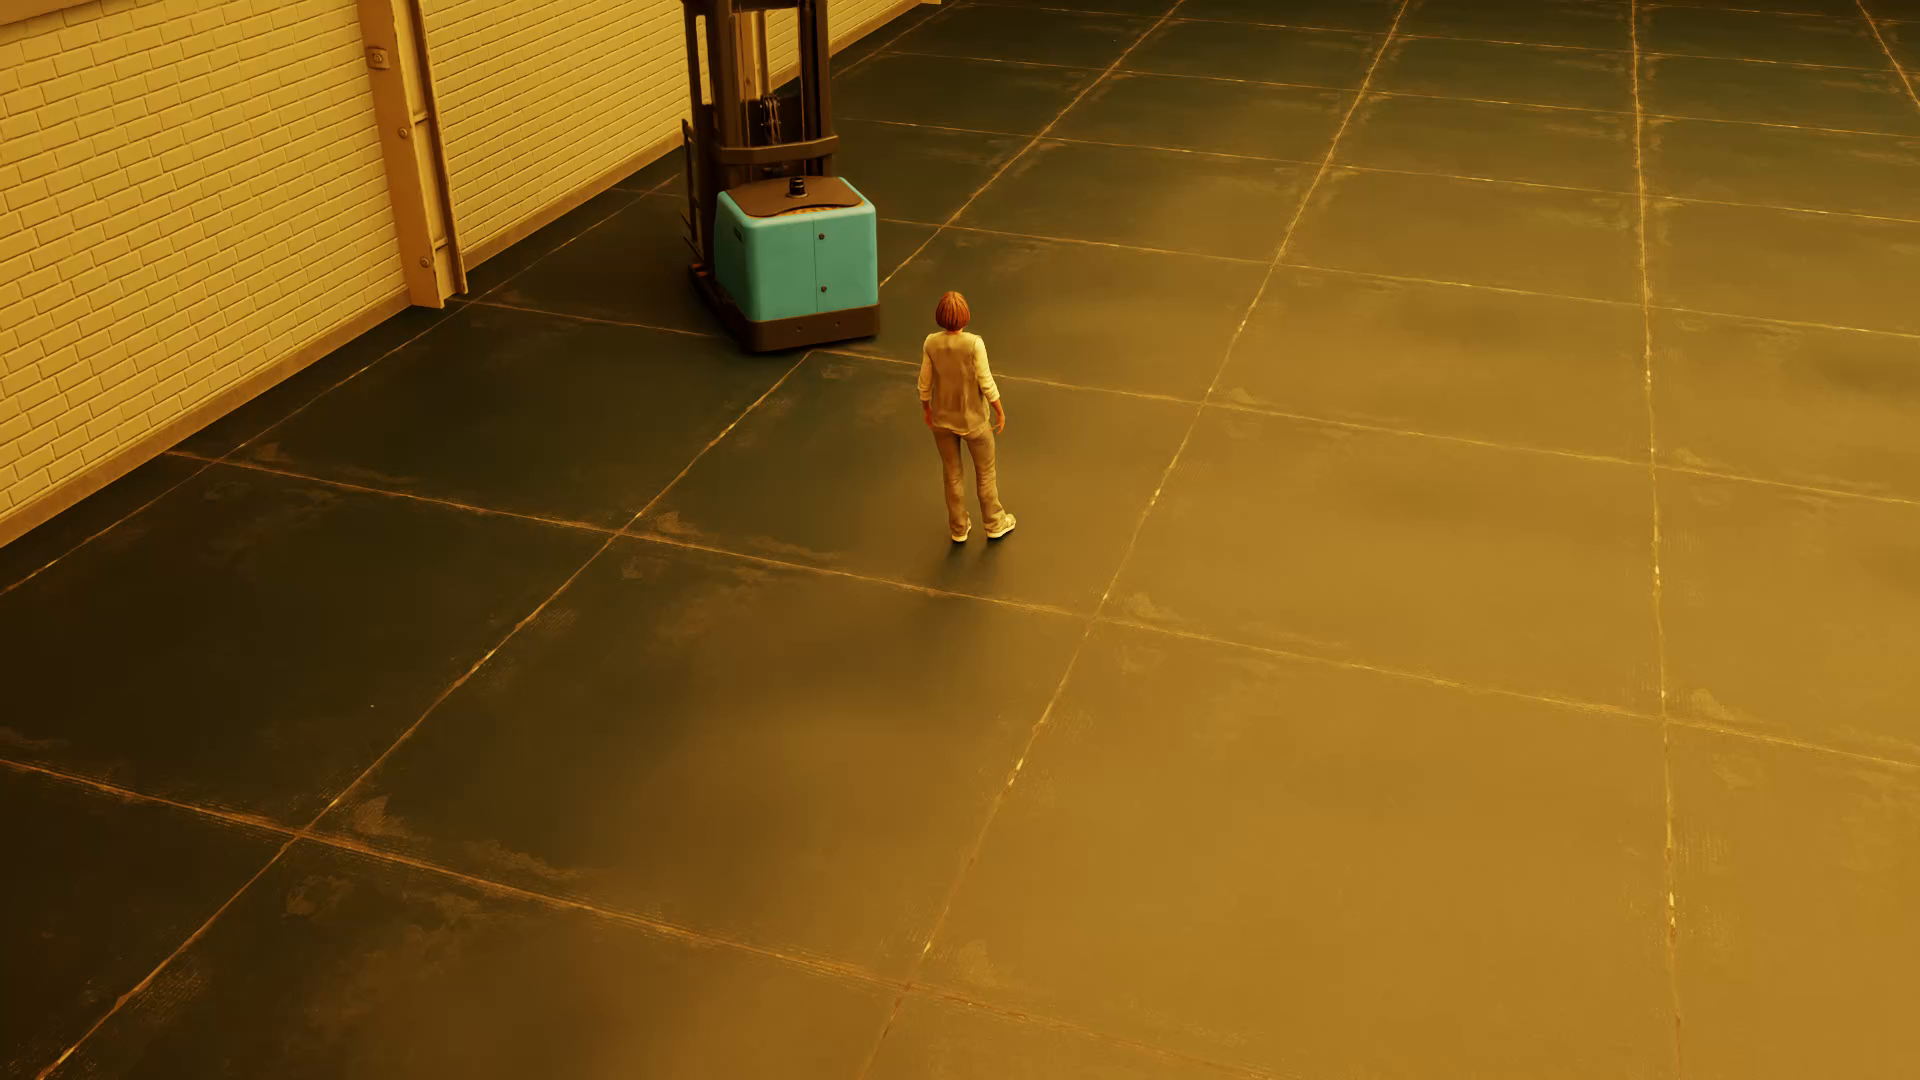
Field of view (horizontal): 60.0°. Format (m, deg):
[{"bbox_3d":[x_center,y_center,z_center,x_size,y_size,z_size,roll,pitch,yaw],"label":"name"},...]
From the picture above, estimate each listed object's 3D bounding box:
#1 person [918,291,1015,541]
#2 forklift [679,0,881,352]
[{"bbox_3d":[0.038,-0.723,9.760,0.520,1.576,0.473,10,31,16],"label":"person"},{"bbox_3d":[-1.624,-3.391,13.085,1.130,2.935,3.031,-11,32,-19],"label":"forklift"}]
